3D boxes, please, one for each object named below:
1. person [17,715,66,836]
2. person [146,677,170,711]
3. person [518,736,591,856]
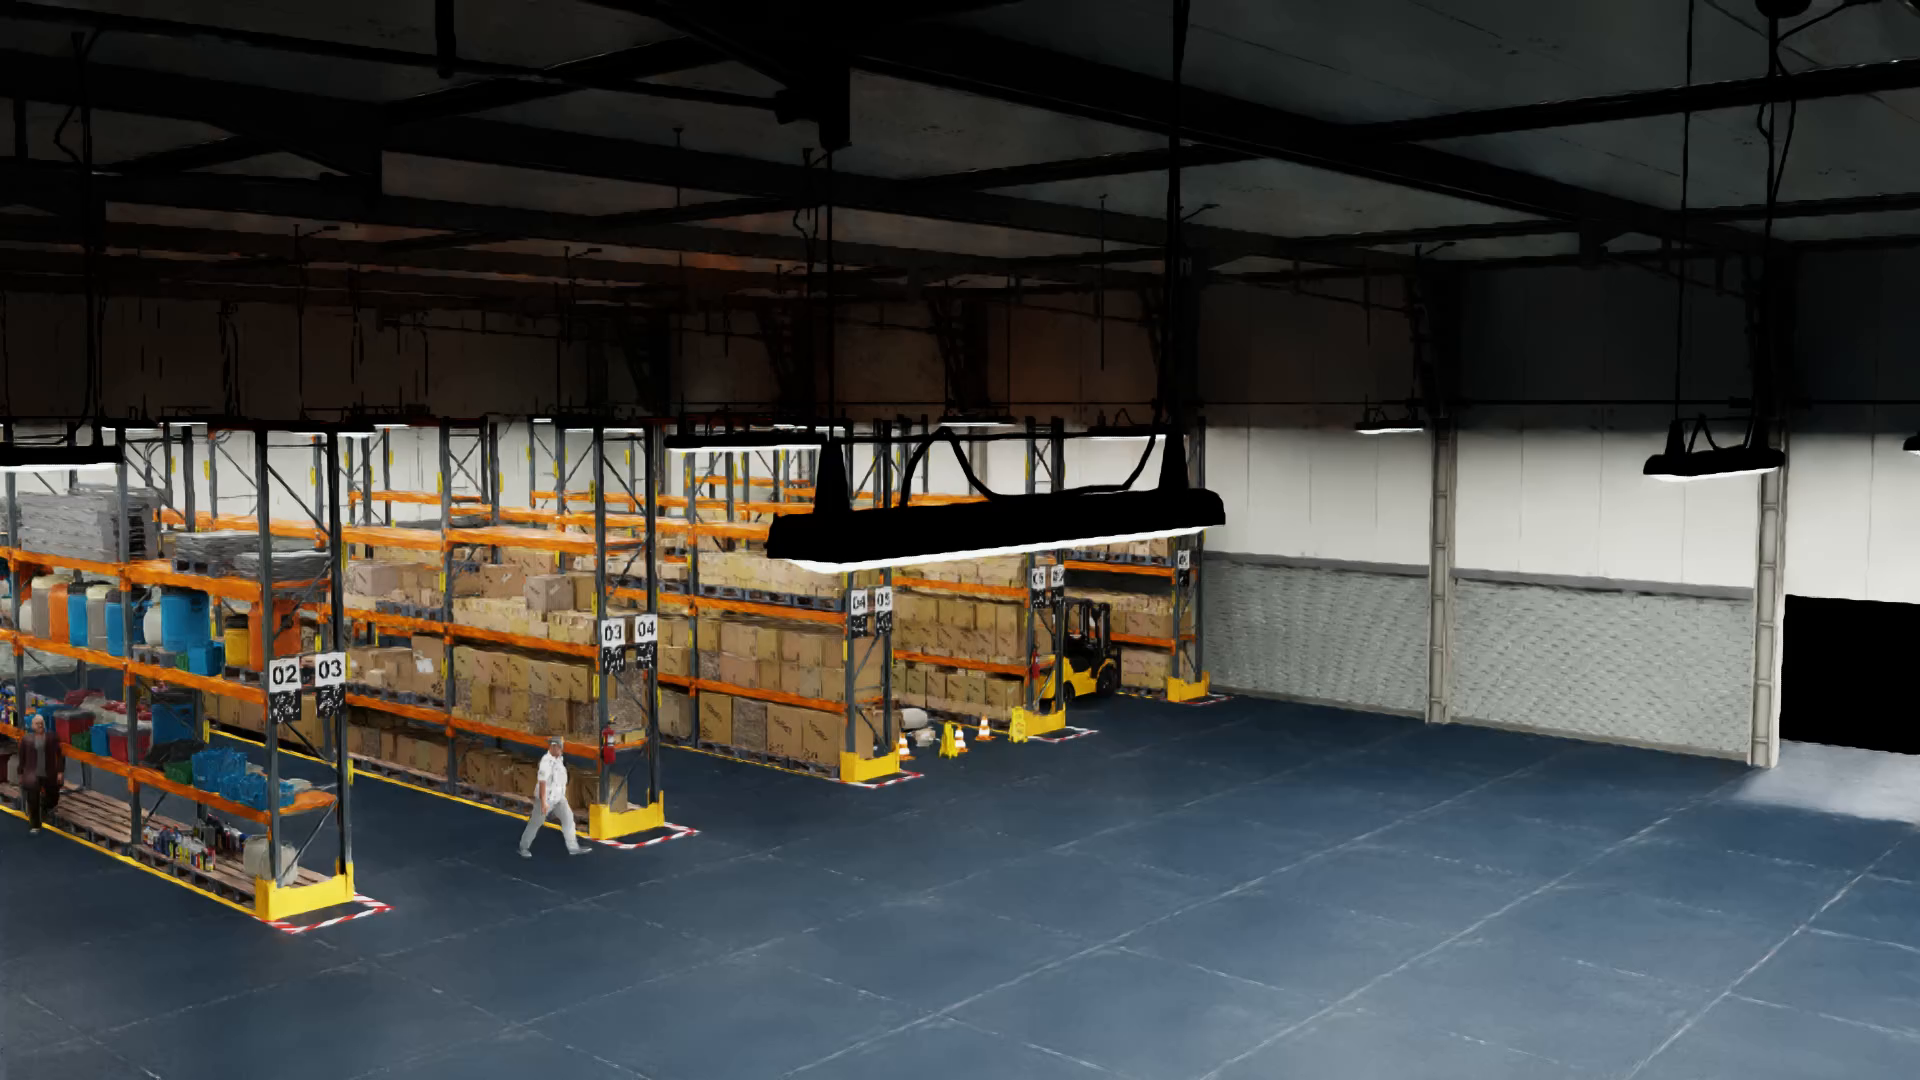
[{"bbox_3d":[-13.544,3.426,24.527,0.616,1.733,1.023,-3,6,-33],"label":"person"},{"bbox_3d":[-14.174,3.115,29.467,1.034,1.525,0.416,4,6,40],"label":"person"},{"bbox_3d":[-5.680,3.560,23.125,0.977,1.711,0.585,2,5,18],"label":"person"}]
